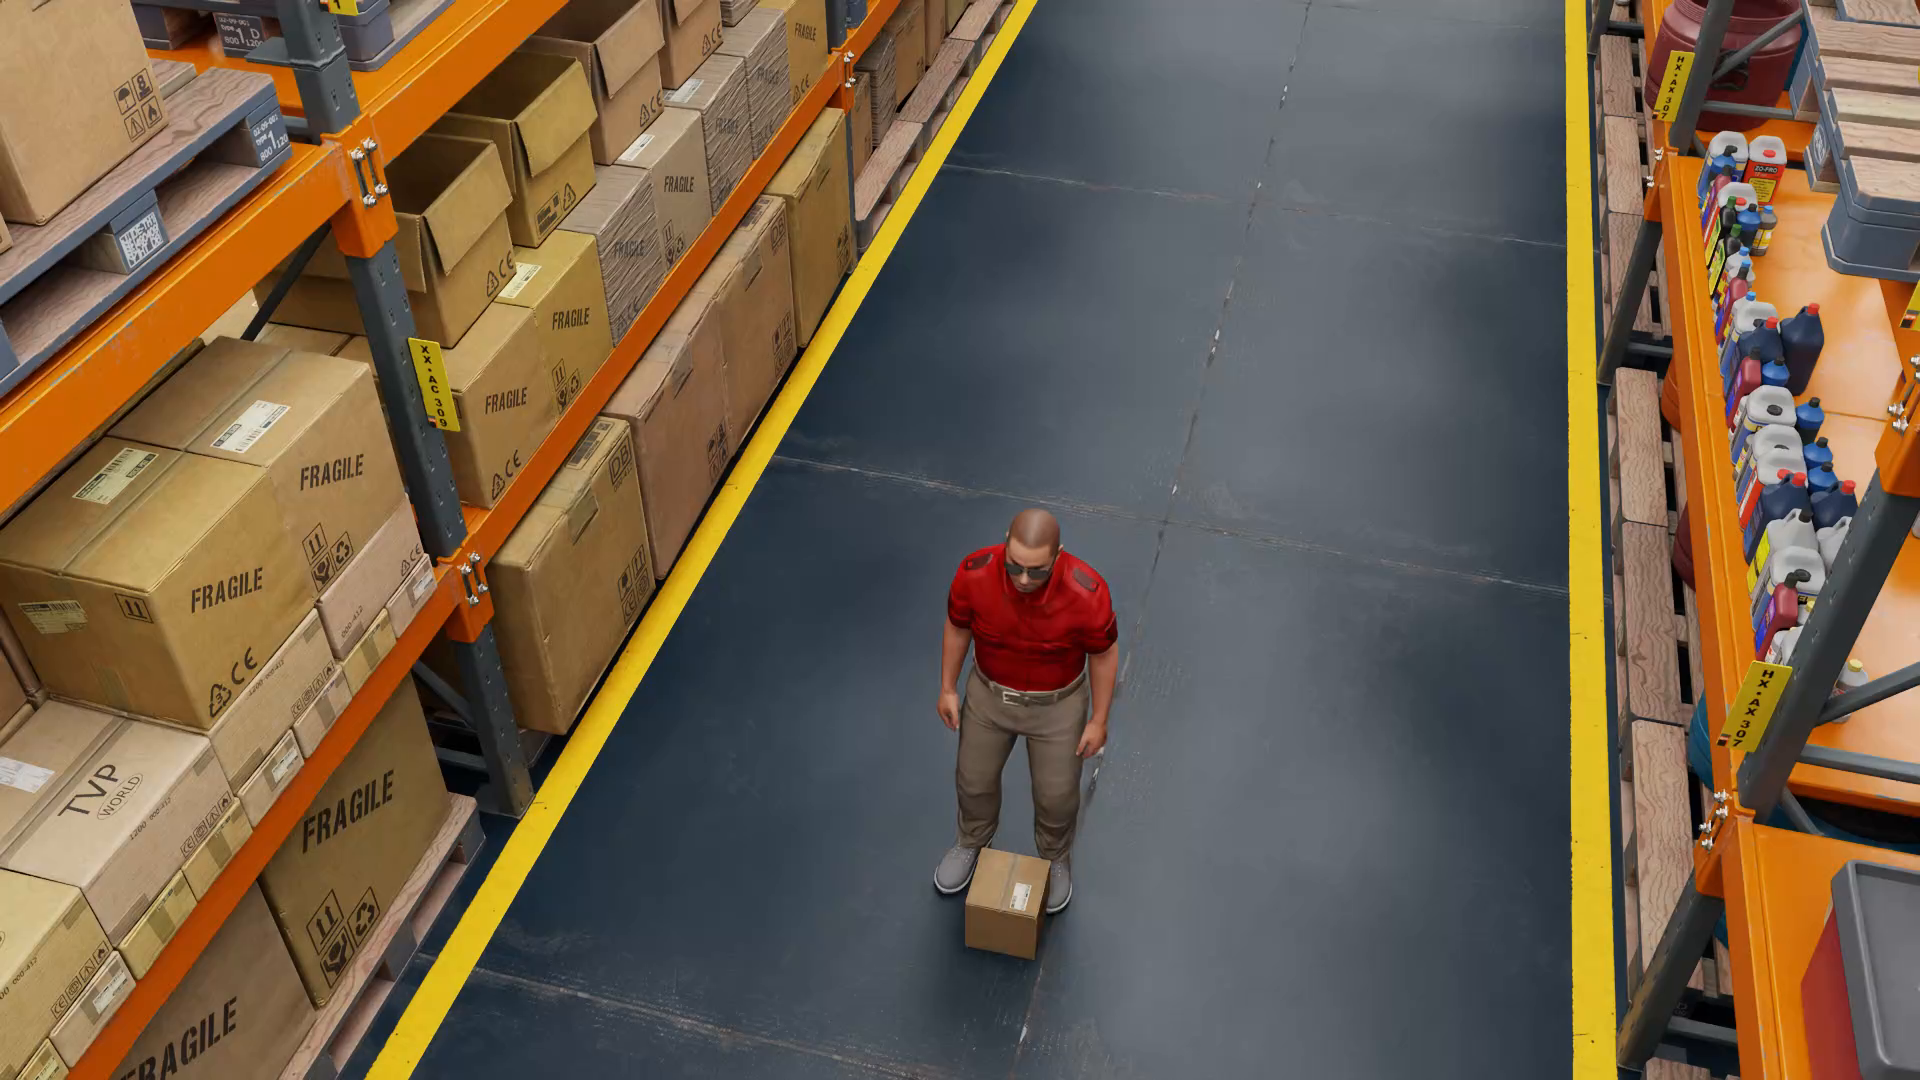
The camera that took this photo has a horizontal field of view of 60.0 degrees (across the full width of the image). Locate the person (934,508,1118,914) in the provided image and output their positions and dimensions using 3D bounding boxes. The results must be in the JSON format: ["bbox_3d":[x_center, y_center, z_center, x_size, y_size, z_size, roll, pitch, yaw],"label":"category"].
[{"bbox_3d":[0.215,0.547,5.533,0.587,1.727,0.394,10,42,12],"label":"person"}]
